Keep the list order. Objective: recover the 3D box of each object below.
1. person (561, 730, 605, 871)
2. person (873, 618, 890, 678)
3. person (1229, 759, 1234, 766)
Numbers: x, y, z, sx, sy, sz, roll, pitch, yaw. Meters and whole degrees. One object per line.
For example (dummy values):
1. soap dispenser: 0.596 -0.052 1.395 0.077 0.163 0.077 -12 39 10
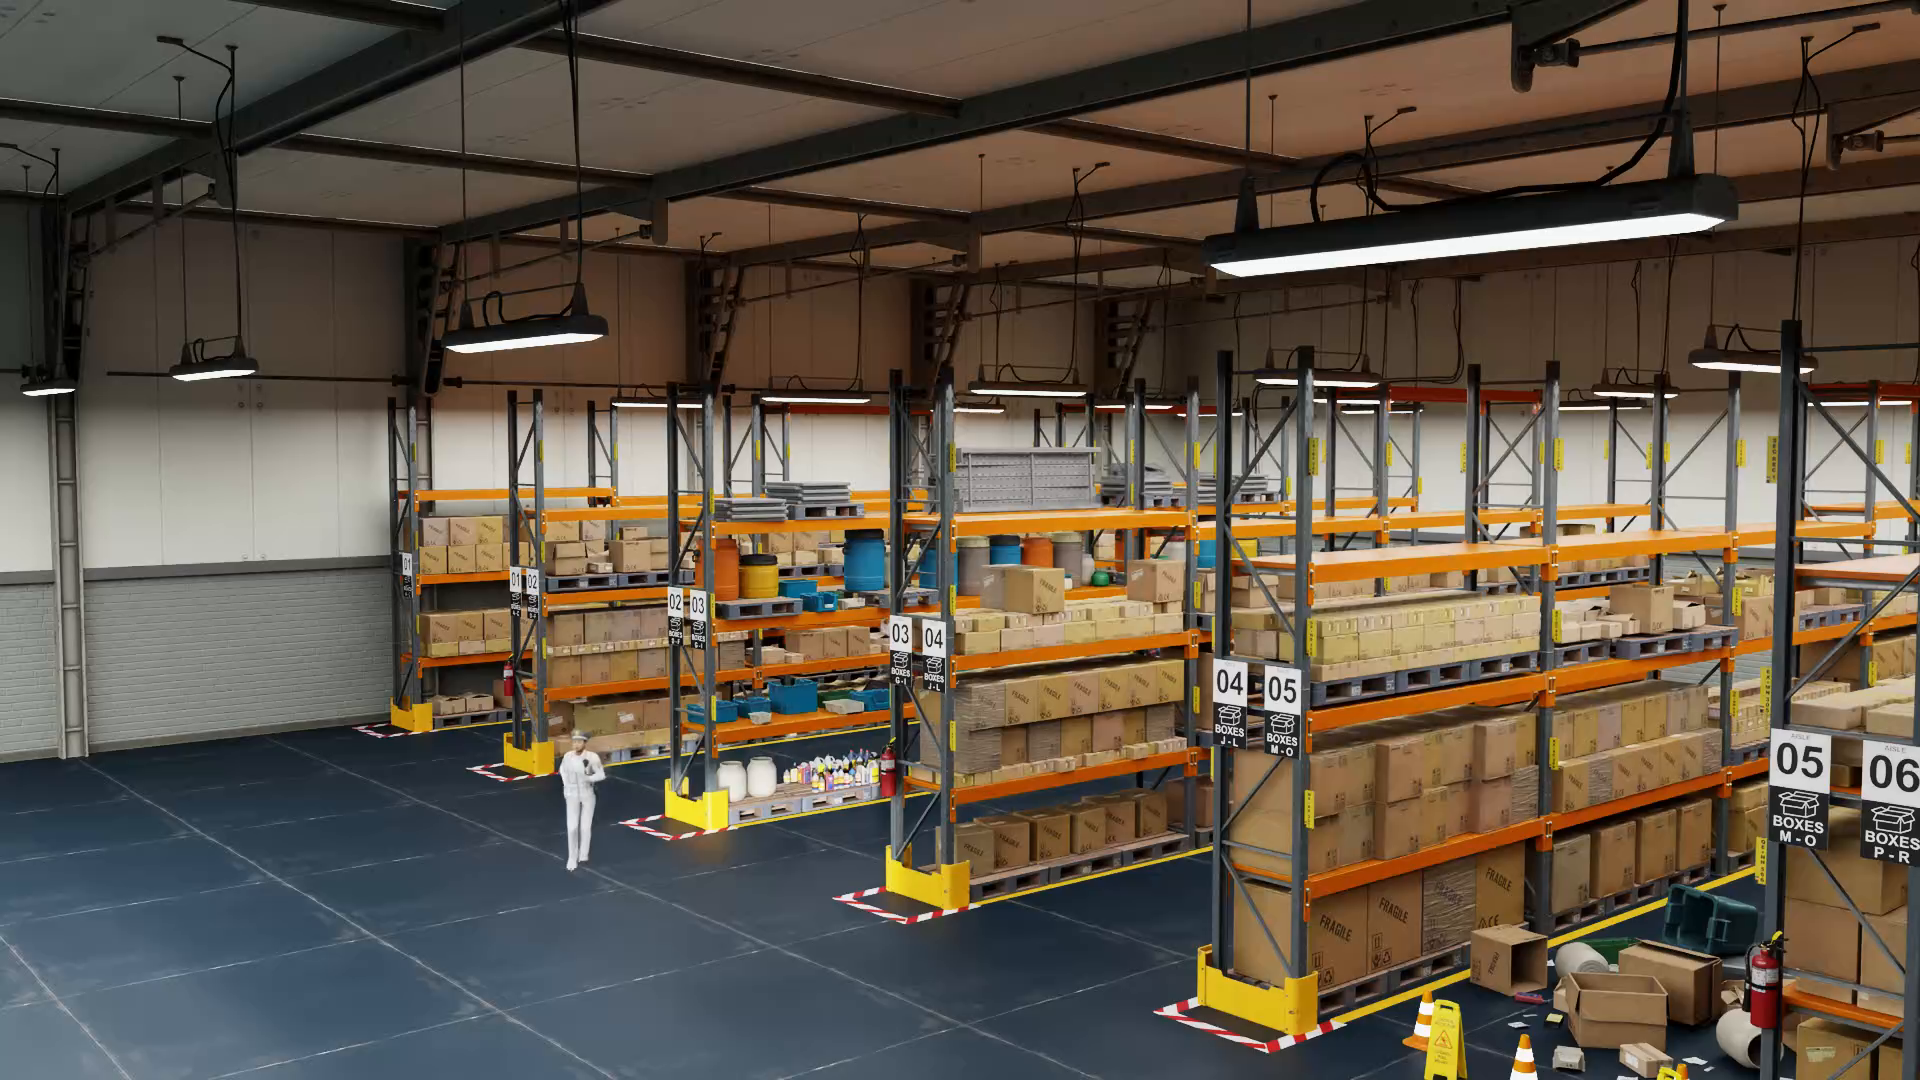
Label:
1. person: -4.594 3.156 20.202 0.579 1.740 0.706 0 3 -4
2. person: -1.442 1.983 34.347 0.704 1.807 0.926 3 4 41
3. person: 4.570 2.730 26.814 0.604 1.703 0.884 3 4 38
